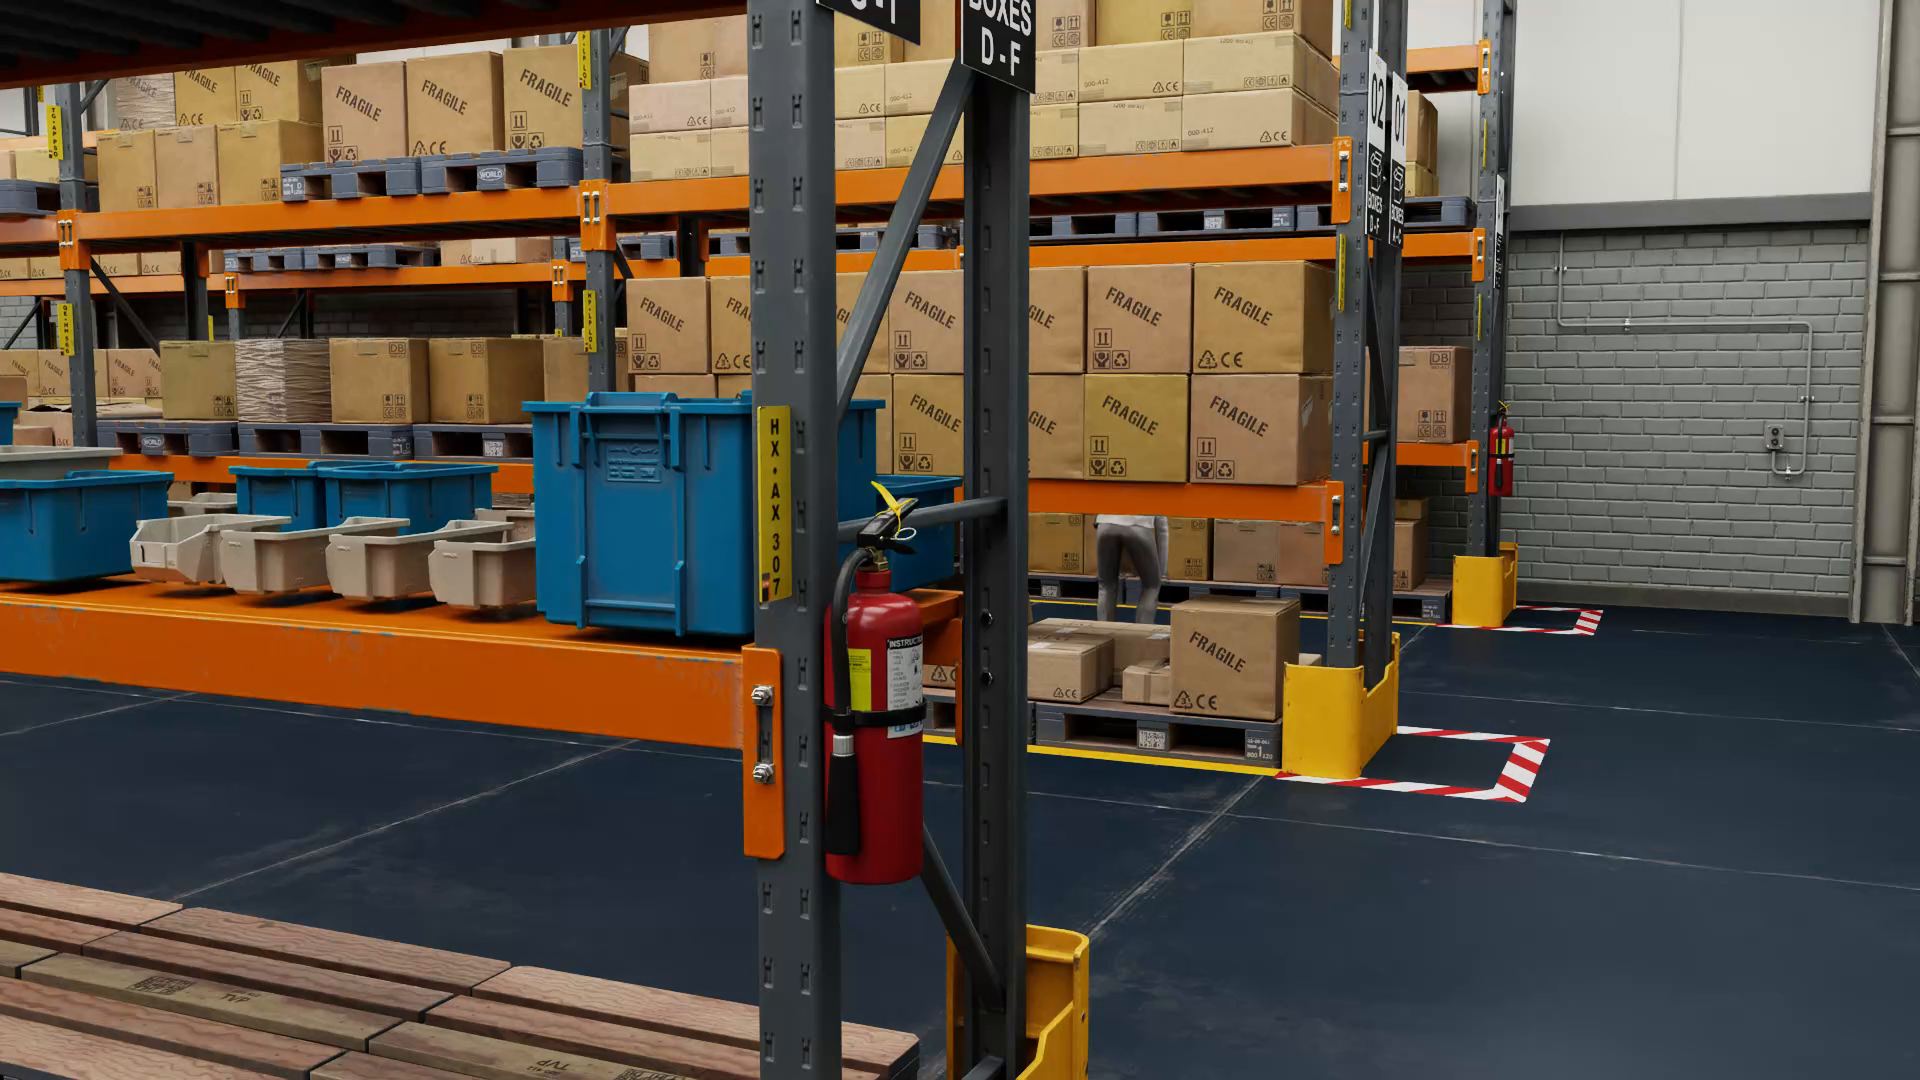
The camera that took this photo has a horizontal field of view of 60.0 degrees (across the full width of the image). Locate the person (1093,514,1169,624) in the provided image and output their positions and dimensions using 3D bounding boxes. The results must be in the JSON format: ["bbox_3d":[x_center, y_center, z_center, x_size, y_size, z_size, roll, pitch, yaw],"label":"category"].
[{"bbox_3d":[1.132,0.058,10.764,0.423,1.359,0.848,2,6,22],"label":"person"}]
